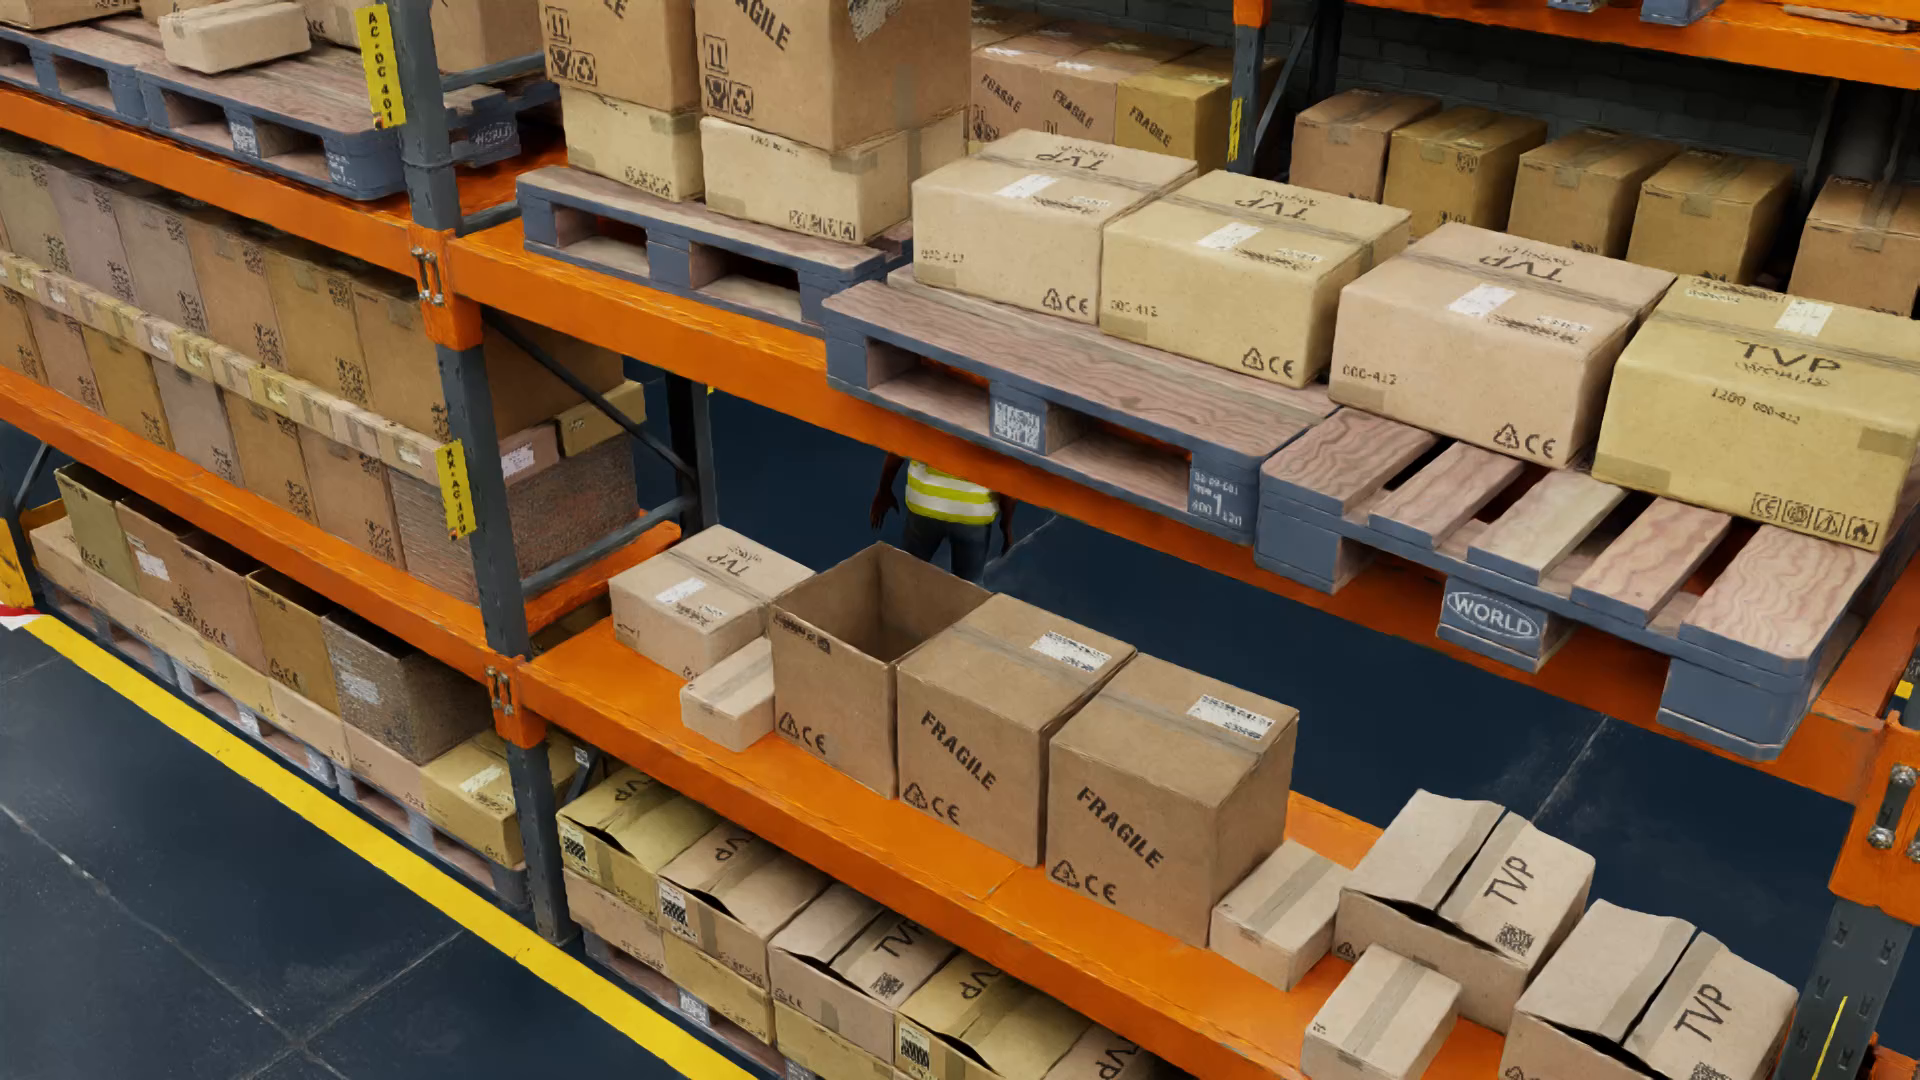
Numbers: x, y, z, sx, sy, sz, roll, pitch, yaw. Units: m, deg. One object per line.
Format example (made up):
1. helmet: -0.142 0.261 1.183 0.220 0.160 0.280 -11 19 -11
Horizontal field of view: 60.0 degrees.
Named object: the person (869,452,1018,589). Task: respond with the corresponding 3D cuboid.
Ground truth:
1. person: -0.067 -0.160 7.395 0.687 1.723 0.623 4 31 7
